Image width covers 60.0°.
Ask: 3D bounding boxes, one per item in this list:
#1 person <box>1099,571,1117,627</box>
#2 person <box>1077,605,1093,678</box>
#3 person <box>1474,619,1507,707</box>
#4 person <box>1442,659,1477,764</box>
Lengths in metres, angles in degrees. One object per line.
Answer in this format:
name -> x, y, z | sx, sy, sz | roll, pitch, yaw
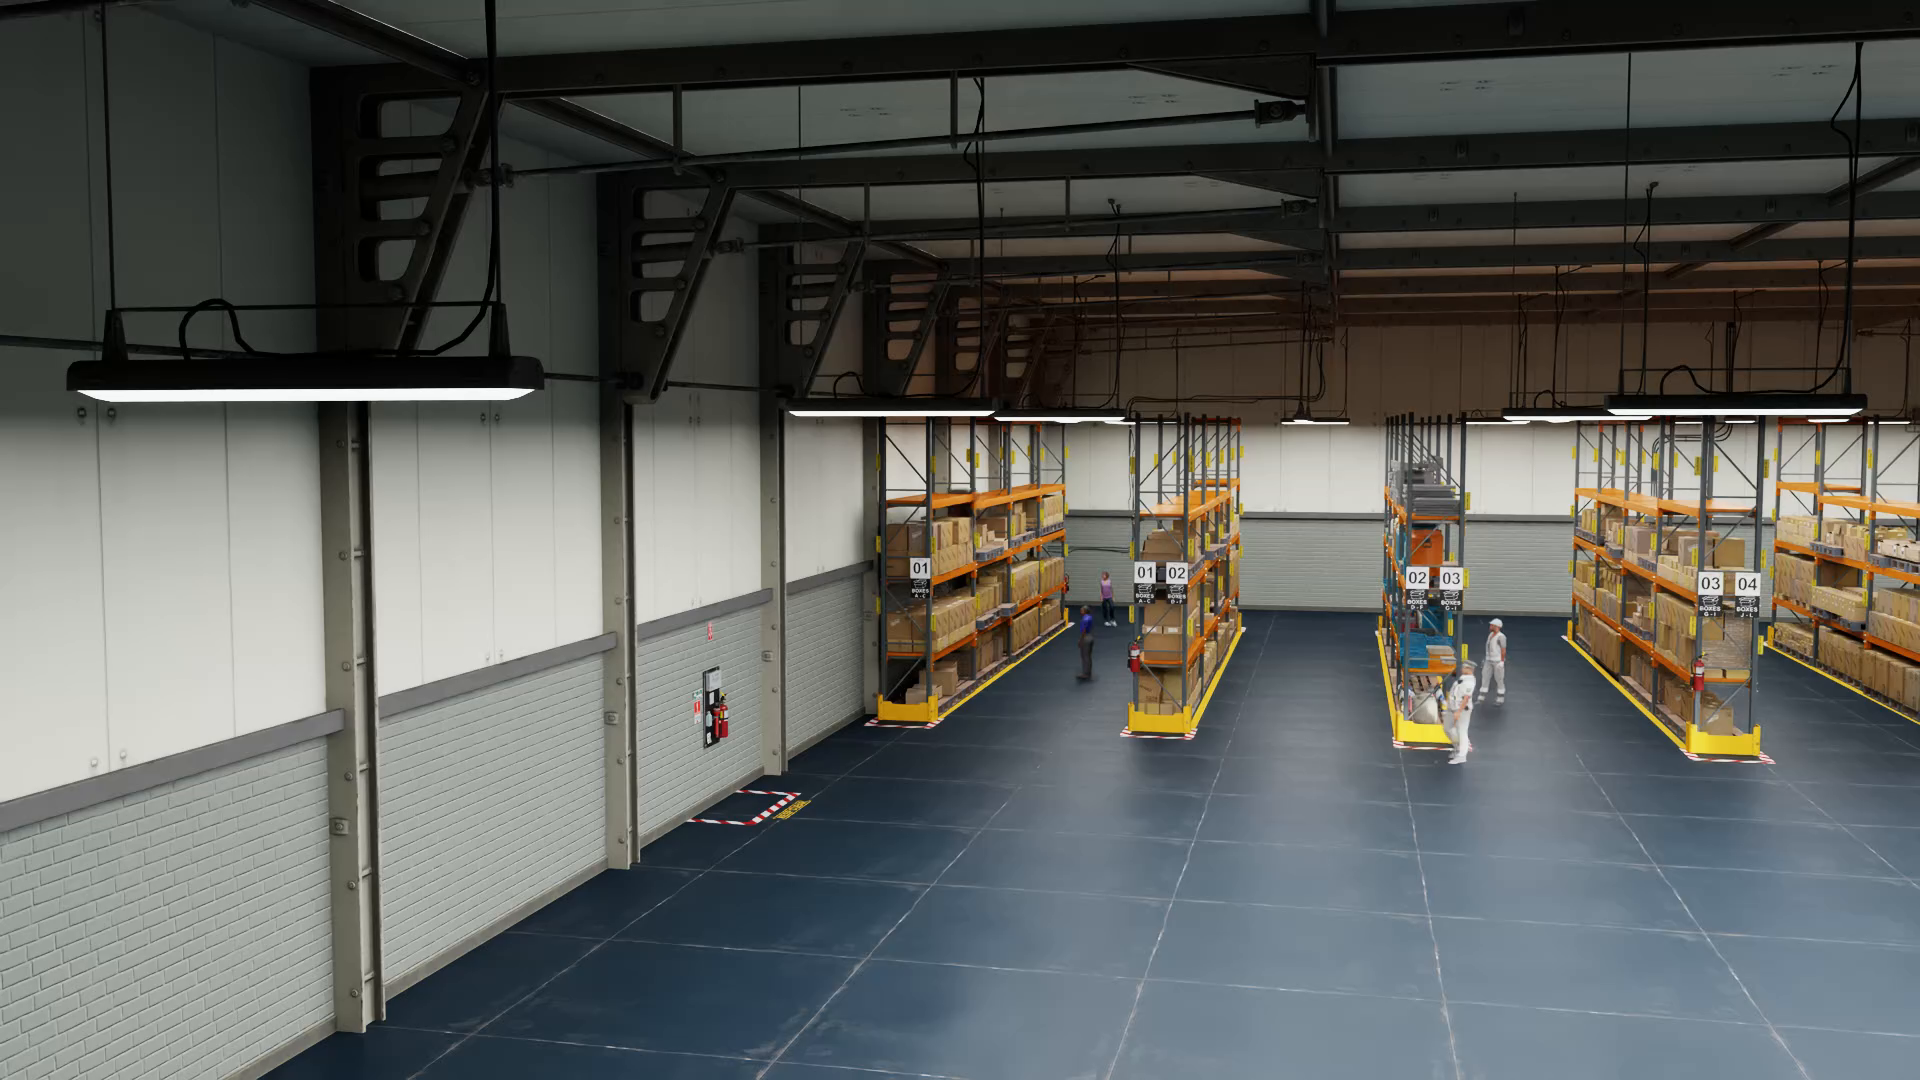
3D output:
person -> 4.225, 1.692, 47.720 | 0.494, 1.587, 0.507 | -1, 4, -13
person -> 2.849, 2.319, 37.970 | 0.363, 1.669, 0.454 | 1, 4, 15
person -> 10.918, 2.524, 34.192 | 0.561, 1.802, 0.581 | -2, 4, -28
person -> 8.548, 2.920, 28.470 | 0.555, 1.767, 0.604 | -1, 4, -17
